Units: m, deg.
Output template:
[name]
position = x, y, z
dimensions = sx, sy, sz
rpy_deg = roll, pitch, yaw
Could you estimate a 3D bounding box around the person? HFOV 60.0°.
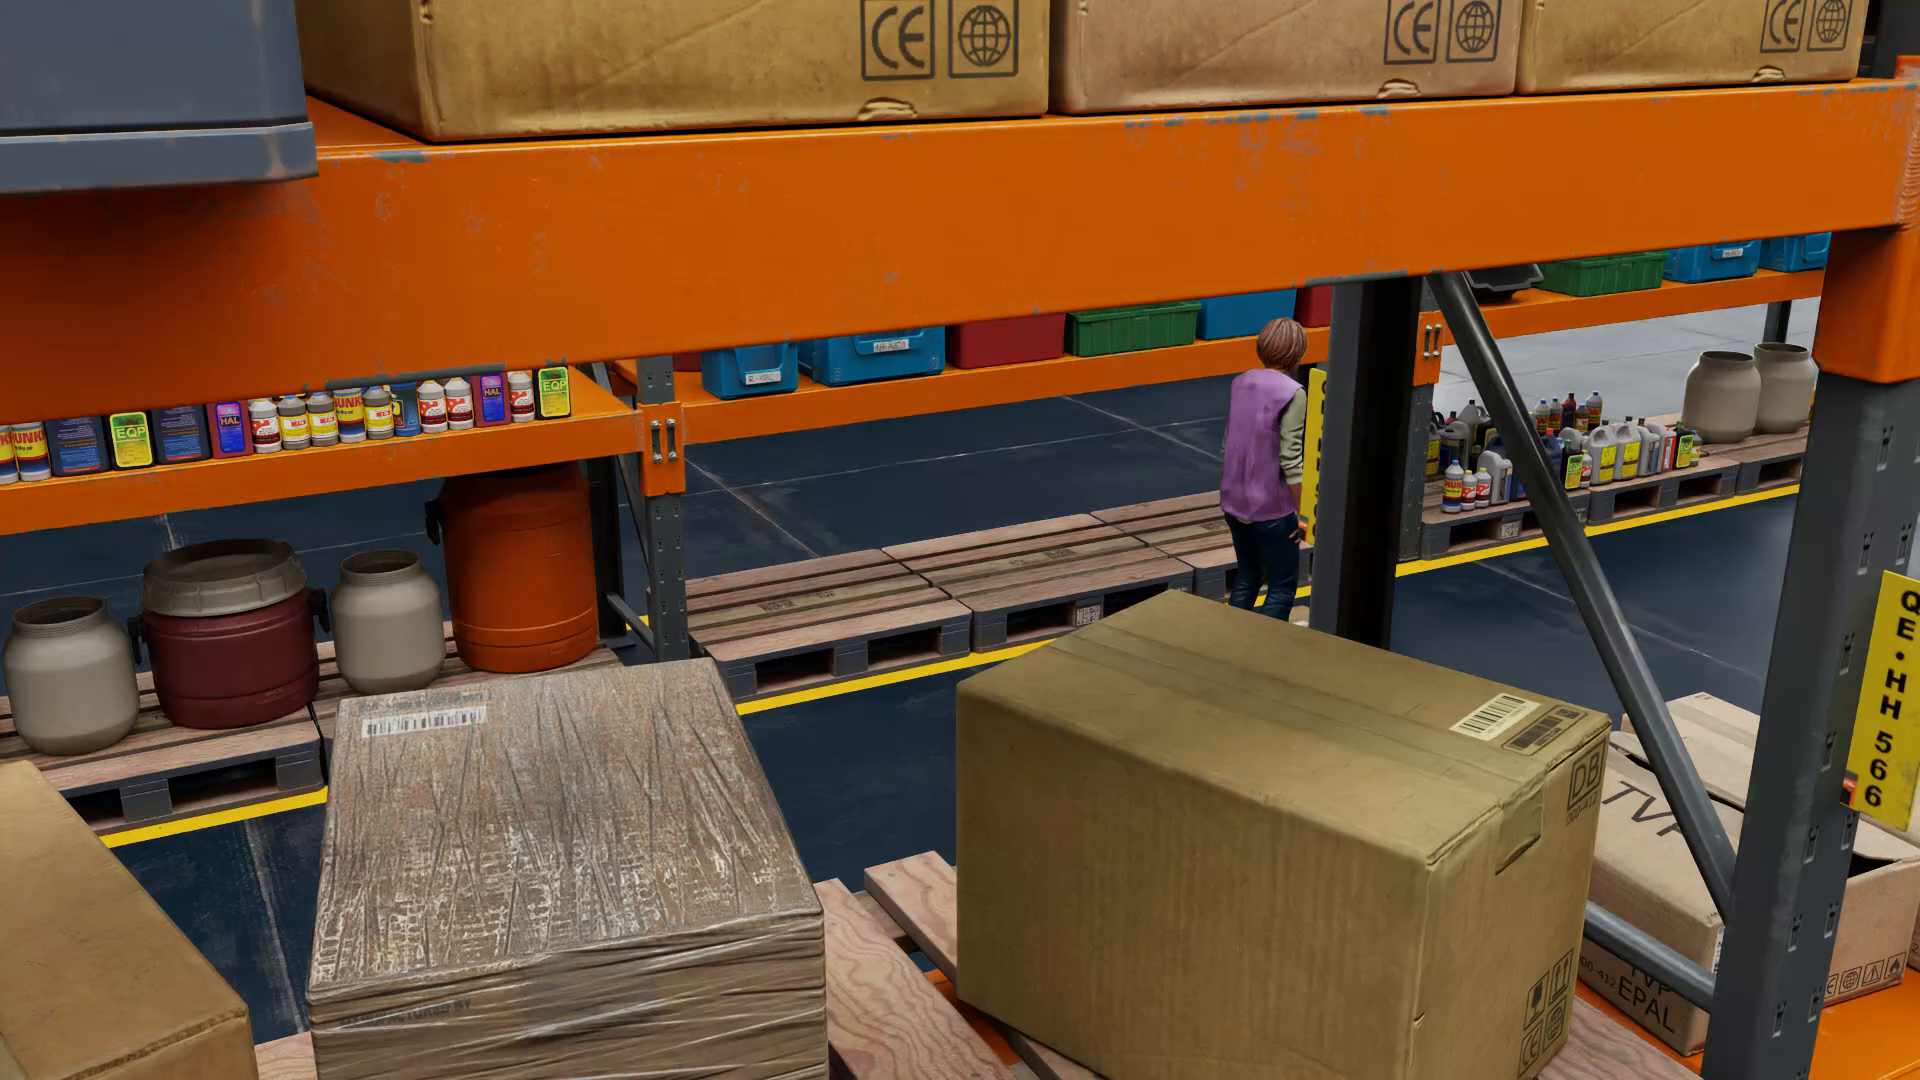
[person]
position = 1.279, -0.128, 6.976
dimensions = 0.345, 1.580, 0.477
rpy_deg = -11, 22, -30
